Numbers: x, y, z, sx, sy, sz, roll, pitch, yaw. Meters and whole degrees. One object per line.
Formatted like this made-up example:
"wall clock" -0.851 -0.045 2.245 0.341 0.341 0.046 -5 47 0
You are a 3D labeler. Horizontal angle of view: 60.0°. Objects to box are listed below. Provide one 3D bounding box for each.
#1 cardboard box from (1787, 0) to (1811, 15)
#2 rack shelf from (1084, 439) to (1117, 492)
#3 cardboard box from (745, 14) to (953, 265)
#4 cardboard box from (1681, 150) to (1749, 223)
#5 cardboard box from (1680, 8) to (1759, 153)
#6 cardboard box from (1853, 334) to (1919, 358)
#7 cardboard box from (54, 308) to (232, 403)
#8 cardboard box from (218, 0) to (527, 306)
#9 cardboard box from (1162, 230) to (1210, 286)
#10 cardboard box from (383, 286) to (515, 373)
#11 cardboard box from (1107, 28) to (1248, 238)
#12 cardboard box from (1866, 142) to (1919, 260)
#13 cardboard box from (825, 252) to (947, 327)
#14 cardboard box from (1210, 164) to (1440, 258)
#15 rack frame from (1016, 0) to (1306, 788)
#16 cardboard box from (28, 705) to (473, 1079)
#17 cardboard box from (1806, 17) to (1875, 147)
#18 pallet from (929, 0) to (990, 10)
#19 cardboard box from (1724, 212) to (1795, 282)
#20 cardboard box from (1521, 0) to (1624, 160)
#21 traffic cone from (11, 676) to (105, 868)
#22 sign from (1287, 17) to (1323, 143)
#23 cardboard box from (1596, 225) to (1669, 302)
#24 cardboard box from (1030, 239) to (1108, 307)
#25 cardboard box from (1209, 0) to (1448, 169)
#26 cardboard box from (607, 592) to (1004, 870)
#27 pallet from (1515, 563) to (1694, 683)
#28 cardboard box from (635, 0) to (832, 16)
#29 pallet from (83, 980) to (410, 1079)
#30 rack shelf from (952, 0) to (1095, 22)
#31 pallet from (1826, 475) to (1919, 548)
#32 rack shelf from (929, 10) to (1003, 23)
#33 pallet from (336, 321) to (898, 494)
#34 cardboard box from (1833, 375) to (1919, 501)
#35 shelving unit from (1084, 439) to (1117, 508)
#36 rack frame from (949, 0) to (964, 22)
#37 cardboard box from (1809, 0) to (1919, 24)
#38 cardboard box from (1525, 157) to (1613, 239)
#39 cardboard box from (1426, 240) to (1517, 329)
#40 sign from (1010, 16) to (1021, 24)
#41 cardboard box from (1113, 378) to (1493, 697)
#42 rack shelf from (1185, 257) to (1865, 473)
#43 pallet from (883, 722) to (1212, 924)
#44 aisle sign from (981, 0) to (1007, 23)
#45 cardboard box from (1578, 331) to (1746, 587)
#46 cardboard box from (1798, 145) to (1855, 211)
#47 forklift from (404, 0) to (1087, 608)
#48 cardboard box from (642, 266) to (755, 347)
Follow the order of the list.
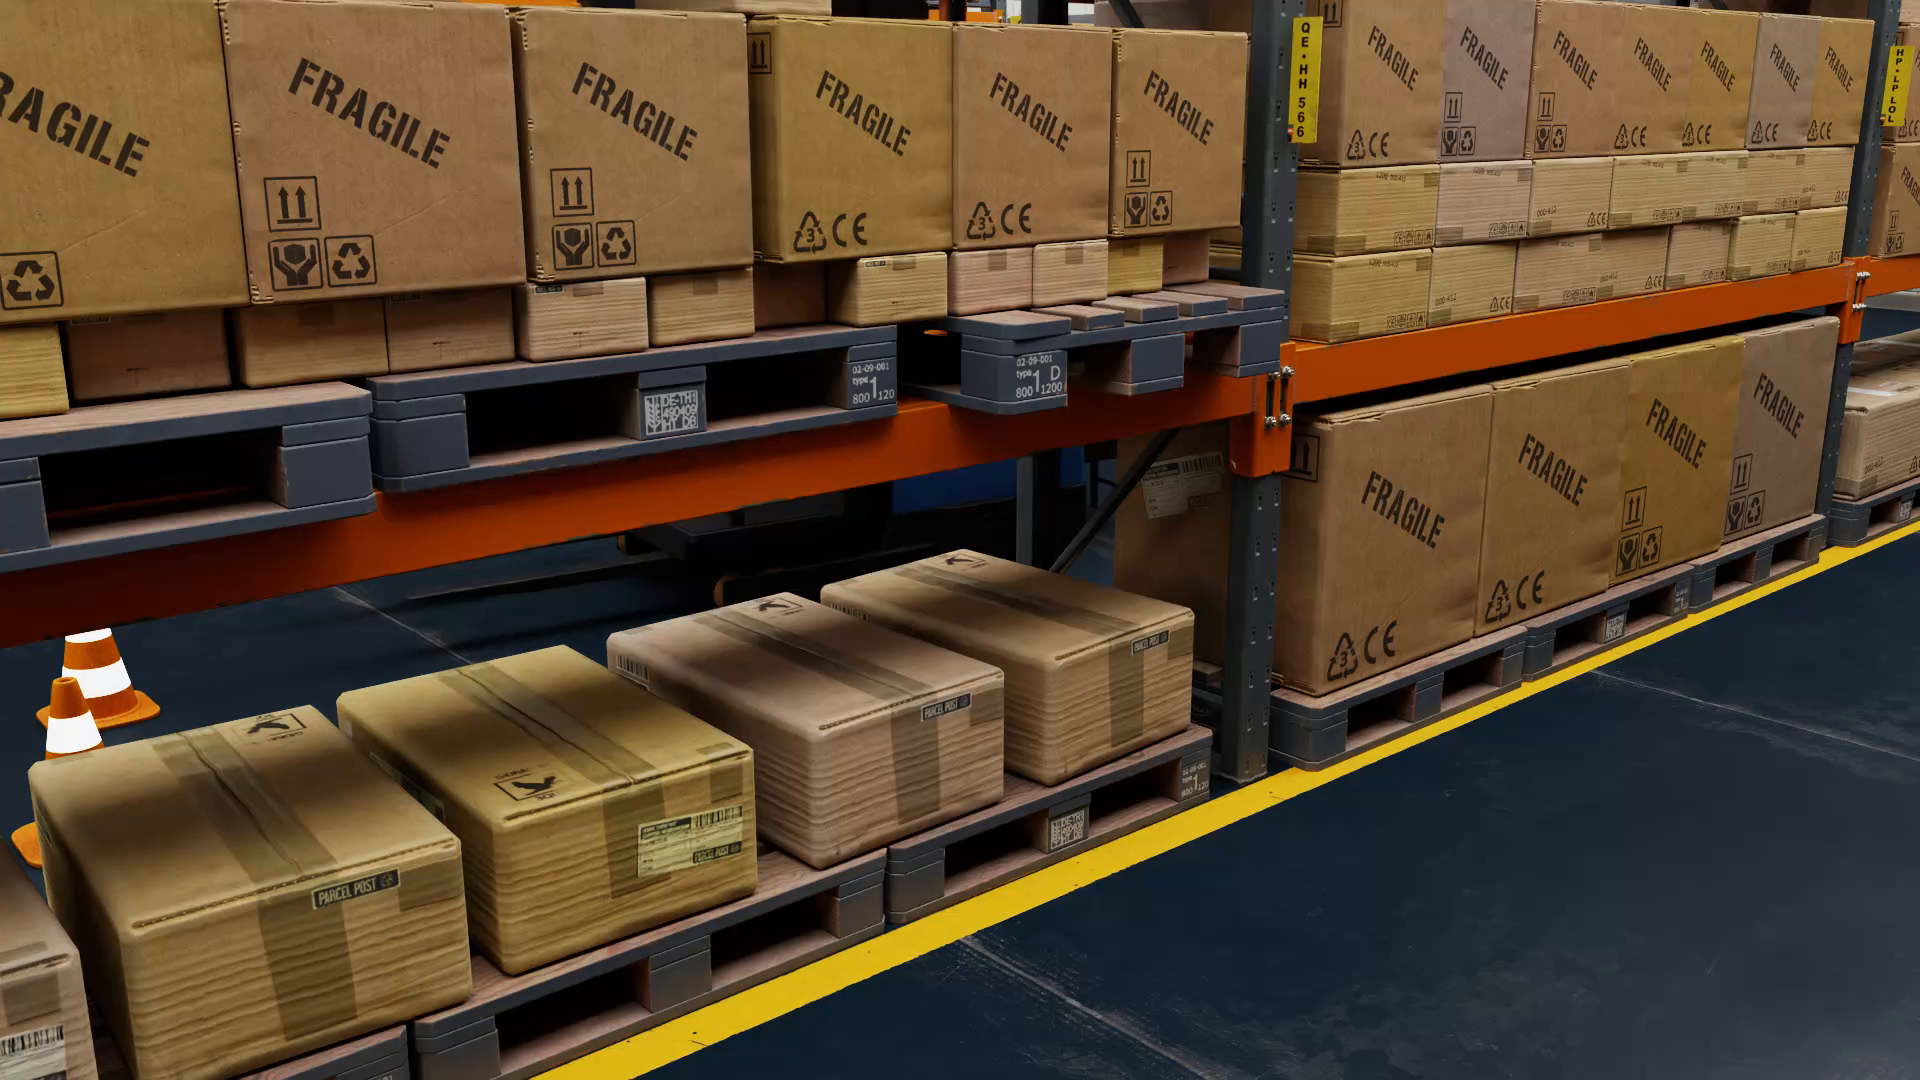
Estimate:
"cardboard box" 3.870 -2.476 7.818 0.250 0.149 0.380 -12 19 -38
"rack shelf" 0.573 -0.421 8.022 0.480 0.518 0.431 -10 18 -32
"cardboard box" -0.364 -0.904 3.738 0.500 0.500 0.500 -14 21 -43
"cardboard box" 2.645 -1.365 6.371 0.500 0.250 0.500 -12 19 -38
"cardboard box" 2.624 -1.729 6.279 0.500 0.500 0.500 -12 19 -38
"cardboard box" 5.477 -0.848 9.263 0.875 0.438 0.875 -12 19 -38
"cardboard box" -1.476 -0.355 2.940 0.250 0.149 0.380 -11 19 -36
"cardboard box" -1.157 -0.723 3.059 0.500 0.500 0.500 -13 20 -40
"cardboard box" 0.466 -0.796 4.590 0.250 0.149 0.380 -12 19 -37
"cardboard box" -1.067 -0.432 3.228 0.250 0.149 0.380 -12 19 -39
"cardboard box" 0.399 -1.079 4.395 0.500 0.500 0.500 -13 20 -41
"cardboard box" 4.103 -1.570 7.622 0.500 0.500 0.500 -12 19 -38
"cardboard box" -0.243 -0.594 3.836 0.250 0.149 0.380 -12 19 -38
"cardboard box" 1.104 -1.022 5.087 0.500 0.250 0.500 -13 20 -40
"rack frame" 0.559 -0.816 4.991 0.127 3.000 1.000 -13 19 -39
"cardboard box" -1.524 0.717 3.532 0.625 0.372 0.950 -11 19 -36
"cardboard box" 3.405 -1.900 6.920 0.500 0.500 0.500 -12 19 -38
"pallet" -0.464 -5.379 16.434 1.213 0.211 1.003 -13 19 -39
"cardboard box" 3.019 -1.210 6.757 0.500 0.250 0.500 -13 20 -40
"cardboard box" 1.860 -1.553 5.622 0.500 0.500 0.500 -12 19 -38
"traffic cone" -2.442 0.605 4.588 0.334 0.463 0.336 -13 19 -39
"sign" 0.923 -1.233 4.462 0.005 0.325 0.100 -13 19 -39
"cardboard box" 2.239 -1.040 6.120 0.500 0.250 0.500 -13 19 -39
"cardboard box" 0.151 -0.685 4.175 0.250 0.149 0.380 -13 20 -40
"cardboard box" 1.092 -1.383 4.984 0.500 0.500 0.500 -14 20 -41
"cardboard box" -0.425 0.471 4.451 0.625 0.372 0.950 -13 20 -40
"pallet" 2.123 0.207 6.566 1.213 0.211 1.003 -13 19 -39
"cardboard box" -0.490 -1.192 3.559 0.250 0.149 0.380 -14 20 -42
"pallet" -1.872 1.077 3.309 1.213 0.211 1.003 -13 19 -39
"rack shelf" 1.760 -3.880 12.046 4.000 0.370 1.077 -13 19 -39
"pallet" 4.202 -0.260 8.313 1.213 0.211 1.003 -13 19 -39
"rack shelf" -1.420 -4.863 15.725 4.000 0.370 1.077 -13 19 -39
"pallet" -0.907 -0.380 3.730 1.213 0.211 1.003 -13 19 -39
"cardboard box" 4.121 -0.544 8.124 0.875 0.438 0.875 -13 20 -40
"shelving unit" 0.573 -1.110 7.838 0.503 2.100 0.431 -10 18 -32
"rack frame" 0.251 -2.440 11.071 0.127 3.000 1.000 -13 19 -39
"cardboard box" 3.985 -2.341 7.313 0.250 0.149 0.380 -13 20 -40
"cardboard box" 1.878 -1.192 5.721 0.500 0.250 0.500 -13 20 -40
"cardboard box" 1.469 -0.868 5.476 0.500 0.250 0.500 -13 20 -41
"sign" 0.192 -1.483 5.244 0.005 0.325 0.100 -13 19 -39
"cardboard box" 1.135 -0.093 5.589 0.875 0.875 0.875 -13 20 -40
"rack shelf" 2.068 -0.807 6.352 4.000 0.370 1.077 -13 19 -39
"pallet" -0.031 0.664 4.856 1.213 0.211 1.003 -13 19 -39
"aisle sign" 0.340 -5.310 16.779 0.004 0.787 0.394 -13 19 -39
"cardboard box" 2.485 -0.394 6.718 0.875 0.875 0.875 -12 19 -38
"cardboard box" 3.404 -1.540 7.026 0.500 0.250 0.500 -13 20 -39
"forklift" -0.936 -1.271 6.829 3.031 2.935 1.130 -10 18 -32
"cardboard box" -0.650 -0.518 3.549 0.250 0.149 0.380 -13 20 -41
